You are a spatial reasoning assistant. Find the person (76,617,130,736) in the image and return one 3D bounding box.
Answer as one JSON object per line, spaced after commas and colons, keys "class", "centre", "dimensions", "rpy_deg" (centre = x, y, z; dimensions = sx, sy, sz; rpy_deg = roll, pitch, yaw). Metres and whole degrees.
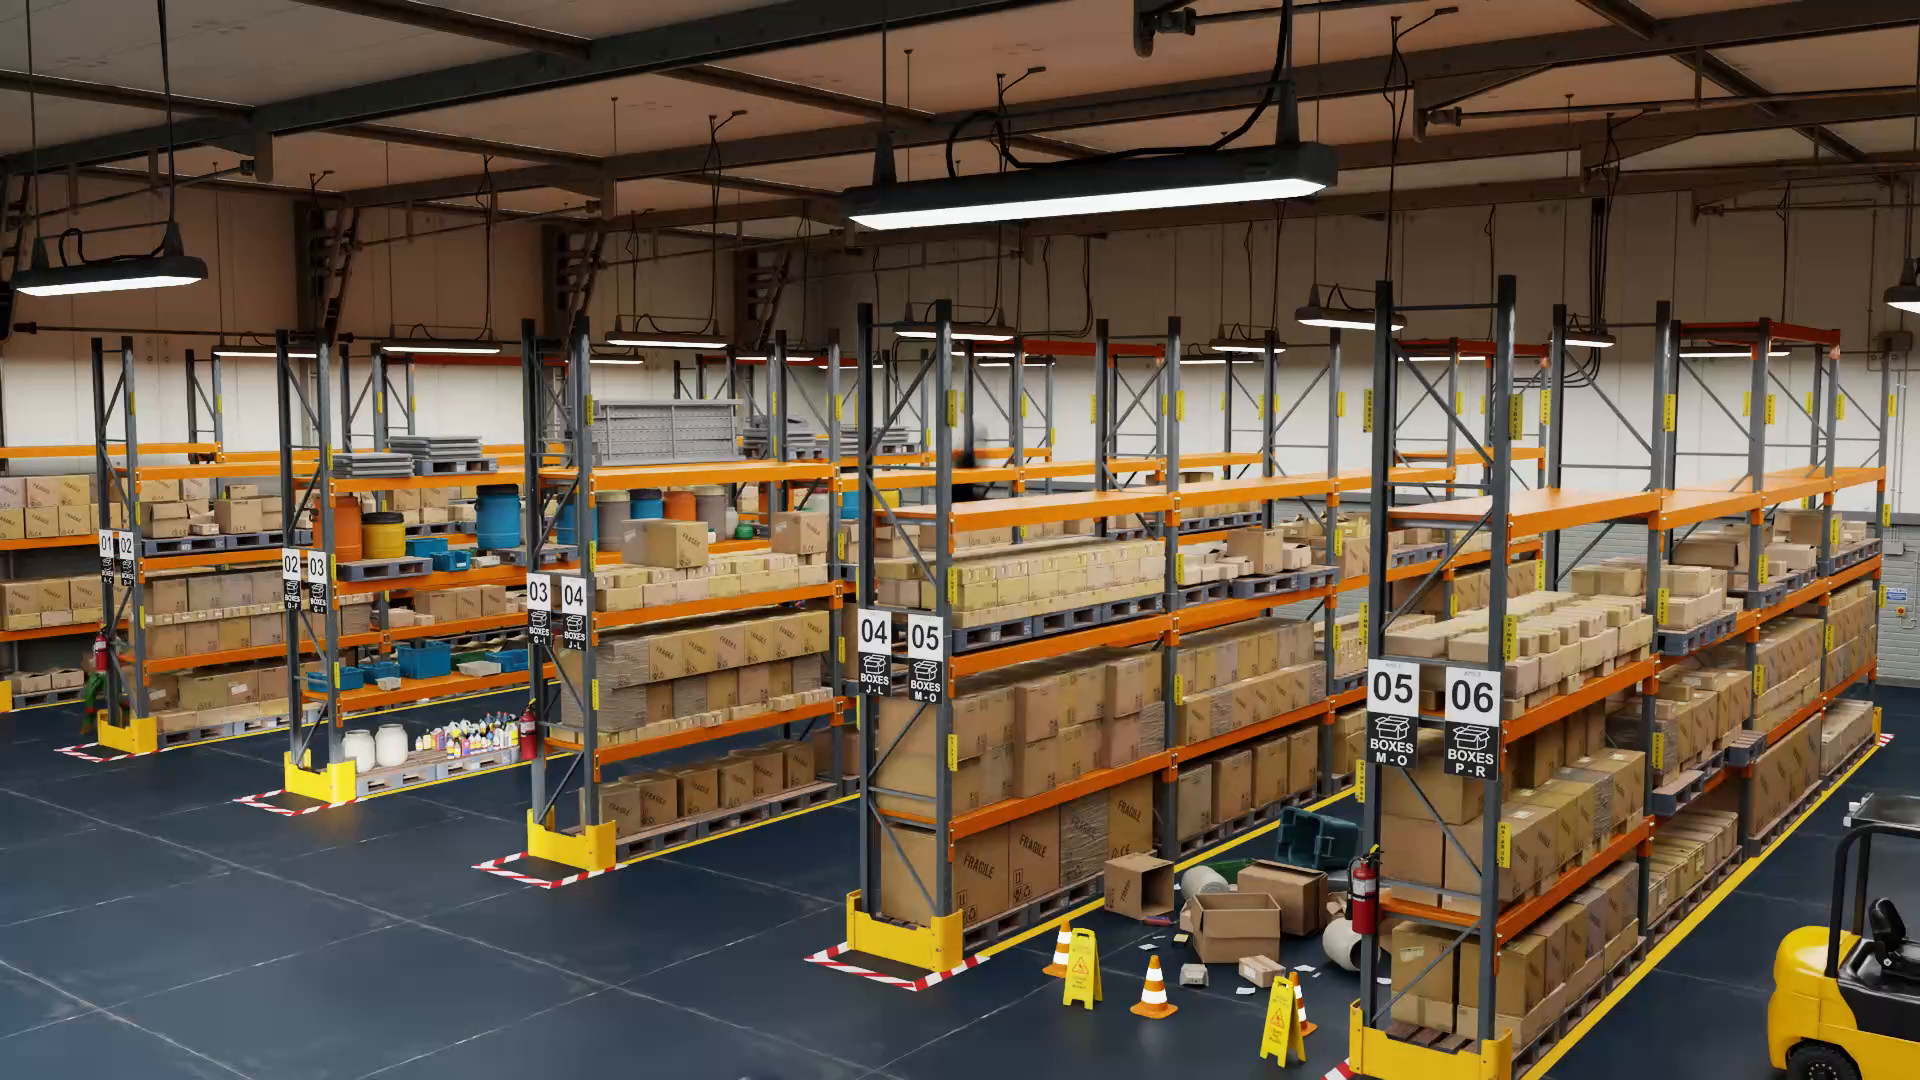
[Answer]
{"class": "person", "centre": [-13.102, 2.067, 25.506], "dimensions": [0.692, 1.812, 0.832], "rpy_deg": [3, 6, 27]}
